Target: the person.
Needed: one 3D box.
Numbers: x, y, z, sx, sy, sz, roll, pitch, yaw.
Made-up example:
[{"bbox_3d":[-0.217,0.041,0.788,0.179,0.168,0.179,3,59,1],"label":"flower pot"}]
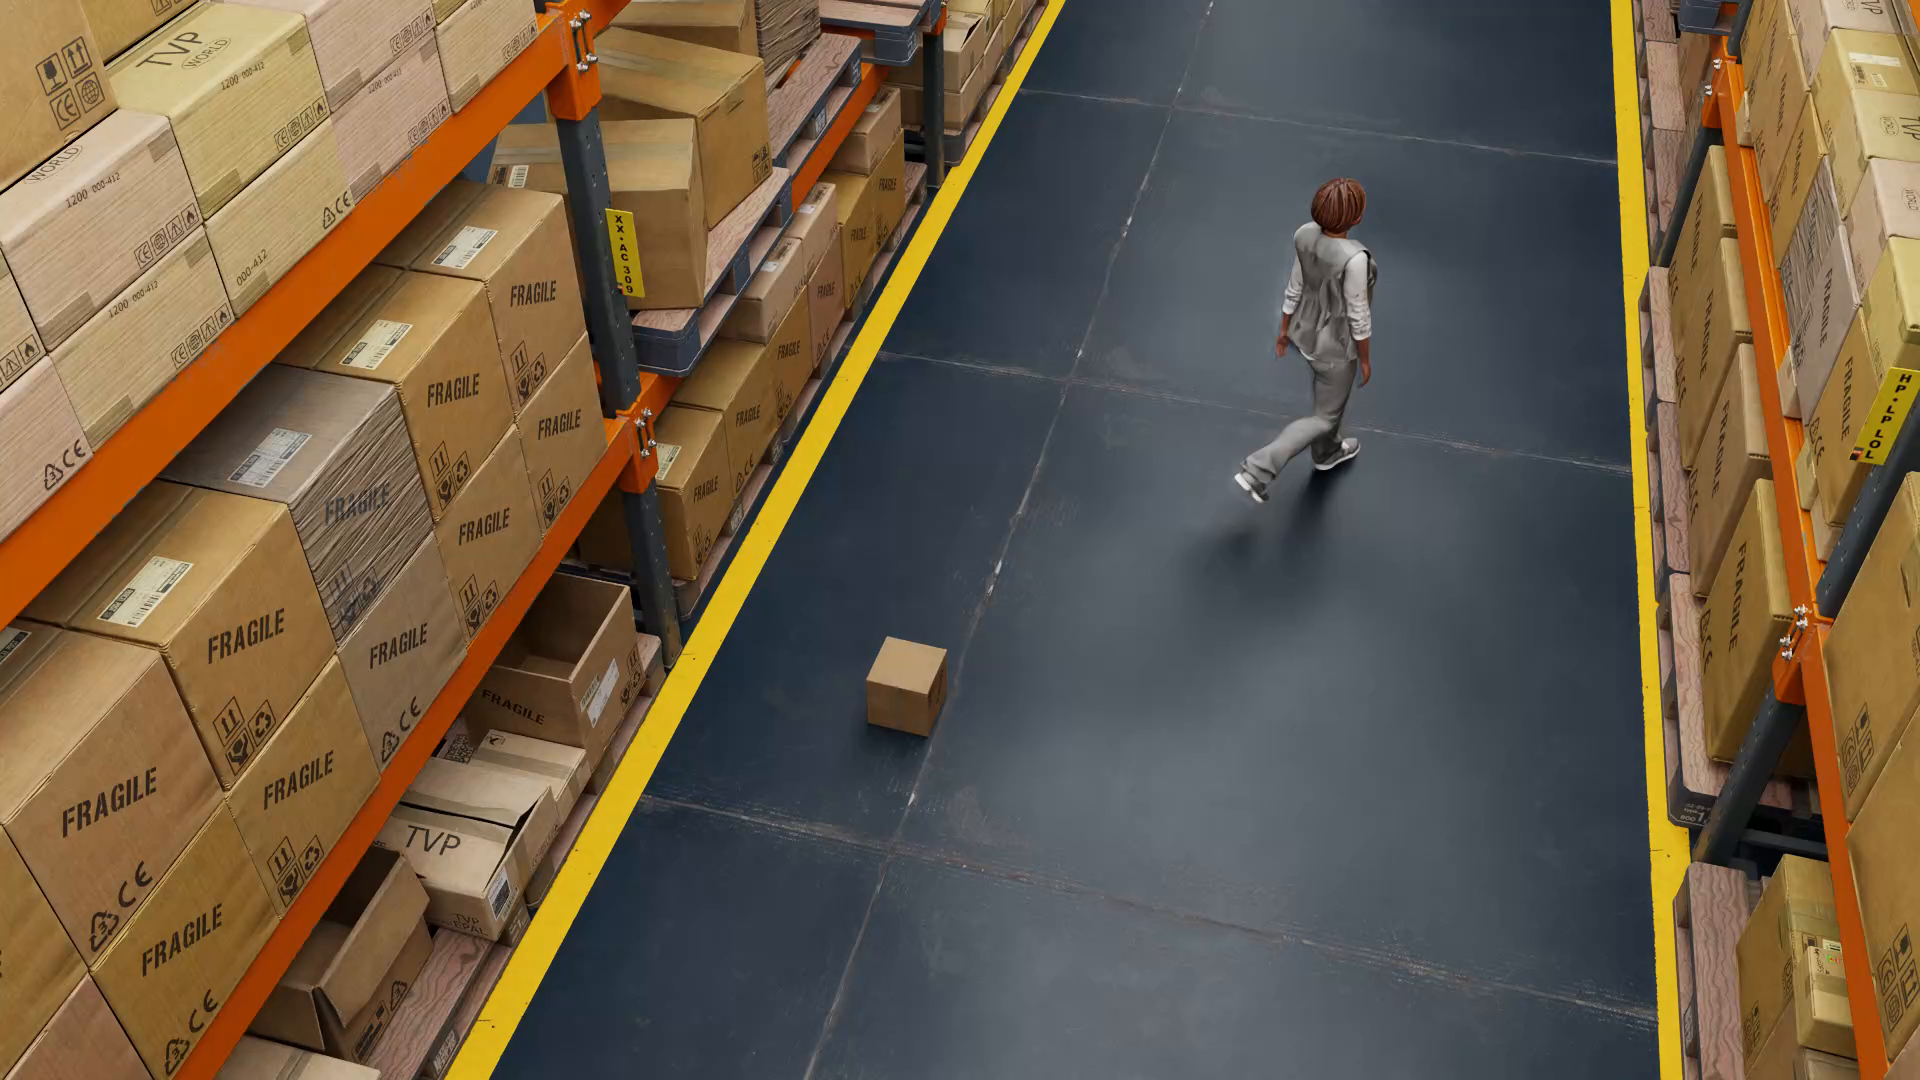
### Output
[{"bbox_3d":[1.535,-0.835,7.095,0.837,1.552,0.427,-19,45,-20],"label":"person"}]
